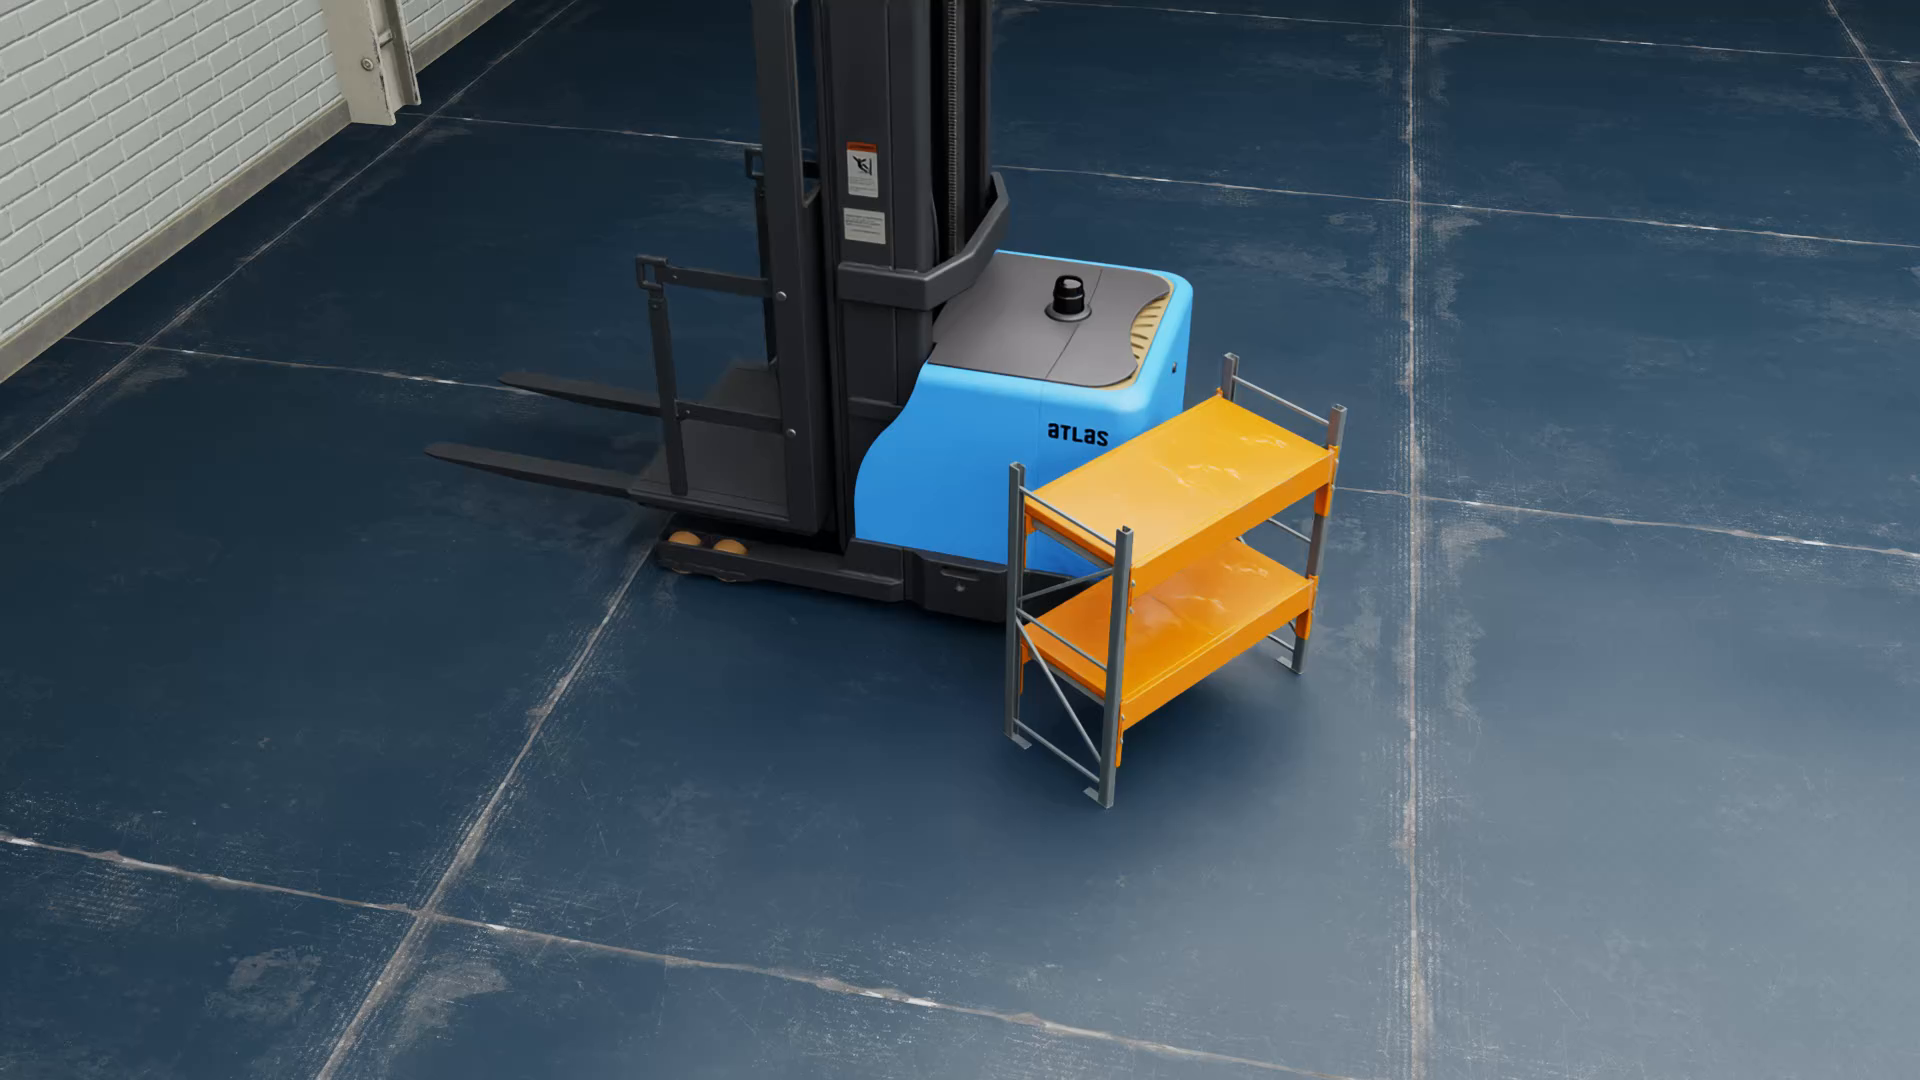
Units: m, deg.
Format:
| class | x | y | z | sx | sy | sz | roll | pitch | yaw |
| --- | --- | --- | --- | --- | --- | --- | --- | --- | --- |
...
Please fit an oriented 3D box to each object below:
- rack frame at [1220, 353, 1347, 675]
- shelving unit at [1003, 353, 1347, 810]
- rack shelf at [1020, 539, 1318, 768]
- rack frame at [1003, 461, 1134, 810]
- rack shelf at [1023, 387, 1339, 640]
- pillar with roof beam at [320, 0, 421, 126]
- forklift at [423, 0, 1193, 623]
| class | x | y | z | sx | sy | sz | roll | pitch | yaw |
| --- | --- | --- | --- | --- | --- | --- | --- | --- | --- |
| rack frame | 1.085 | -0.076 | 5.896 | 0.032 | 1.125 | 0.500 | -28 | 44 | -33 |
| shelving unit | 0.708 | 0.125 | 5.619 | 1.048 | 1.125 | 0.538 | -28 | 44 | -33 |
| rack shelf | 0.708 | 0.323 | 5.763 | 1.000 | 0.278 | 0.538 | -28 | 44 | -33 |
| rack frame | 0.331 | 0.325 | 5.343 | 0.032 | 1.125 | 0.500 | -28 | 44 | -33 |
| rack shelf | 0.708 | -0.112 | 5.447 | 1.000 | 0.278 | 0.538 | -28 | 44 | -33 |
| pillar with roof beam | 0.583 | -5.801 | 7.085 | 9.100 | 9.000 | 0.400 | 7 | 37 | 10 |
| forklift | -0.678 | -1.306 | 6.055 | 3.031 | 2.935 | 1.130 | 10 | 37 | 13 |
